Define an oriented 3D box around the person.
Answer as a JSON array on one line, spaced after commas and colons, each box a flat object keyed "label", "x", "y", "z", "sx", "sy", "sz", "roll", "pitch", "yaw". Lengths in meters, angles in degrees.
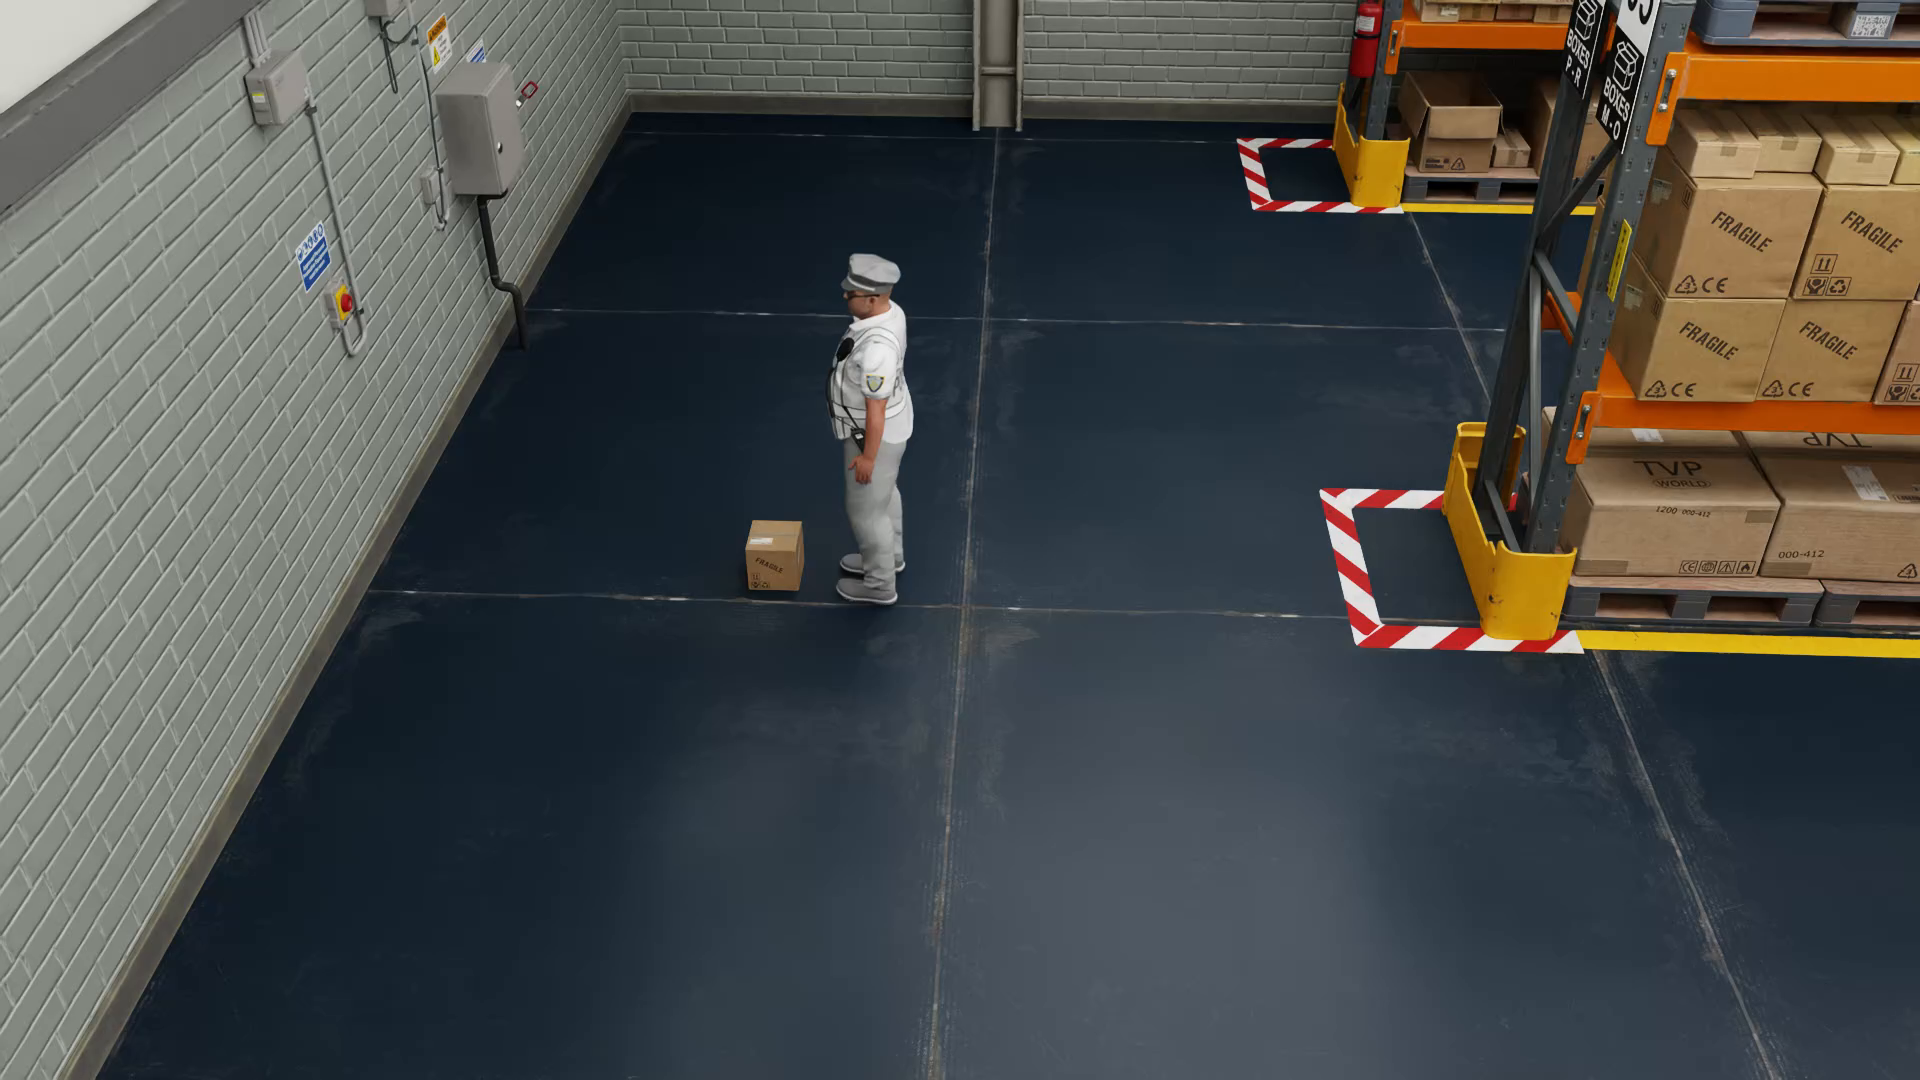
[{"label": "person", "x": -0.417, "y": -0.523, "z": 7.837, "sx": 0.394, "sy": 1.769, "sz": 0.540, "roll": 2, "pitch": 35, "yaw": 2}]
